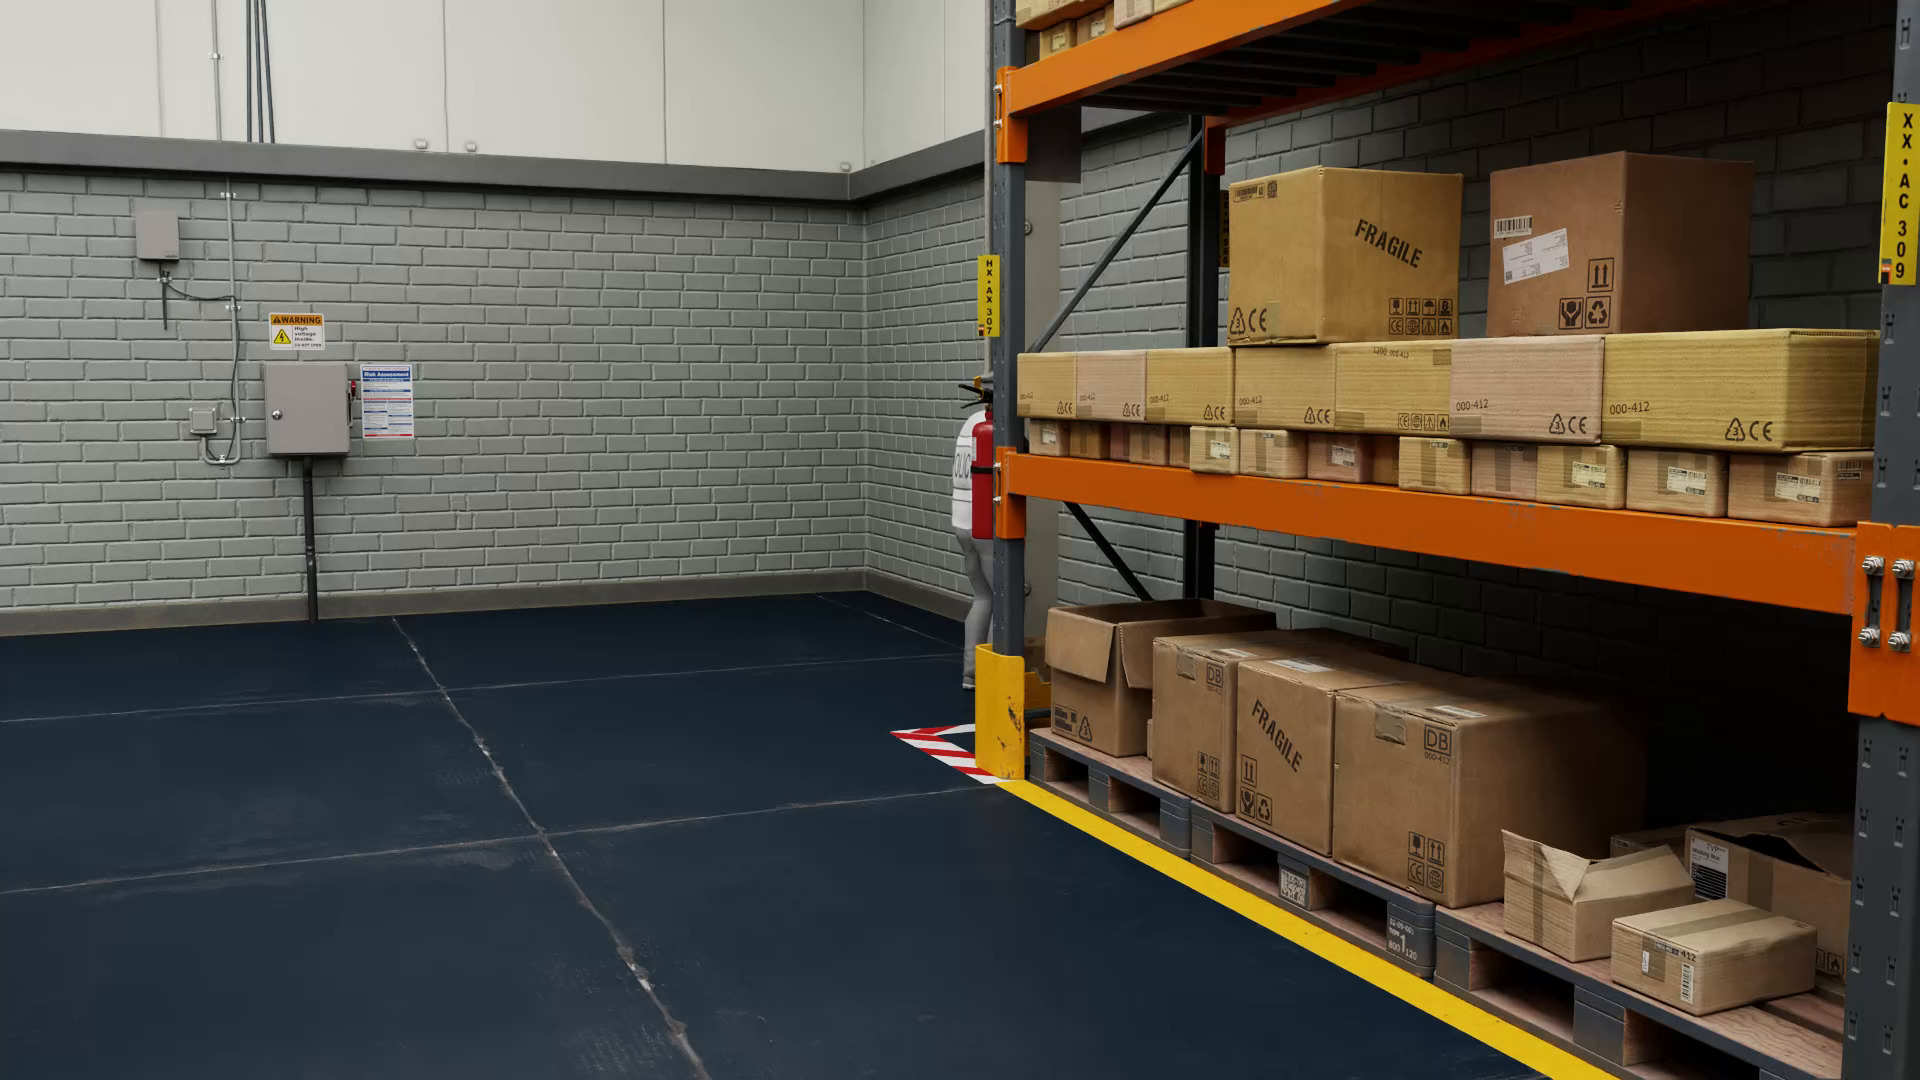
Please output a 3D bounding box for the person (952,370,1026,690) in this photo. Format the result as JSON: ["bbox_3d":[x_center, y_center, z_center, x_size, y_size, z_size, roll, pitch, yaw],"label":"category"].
[{"bbox_3d":[0.178,-0.042,8.455,0.395,1.657,0.521,-3,6,-27],"label":"person"}]
